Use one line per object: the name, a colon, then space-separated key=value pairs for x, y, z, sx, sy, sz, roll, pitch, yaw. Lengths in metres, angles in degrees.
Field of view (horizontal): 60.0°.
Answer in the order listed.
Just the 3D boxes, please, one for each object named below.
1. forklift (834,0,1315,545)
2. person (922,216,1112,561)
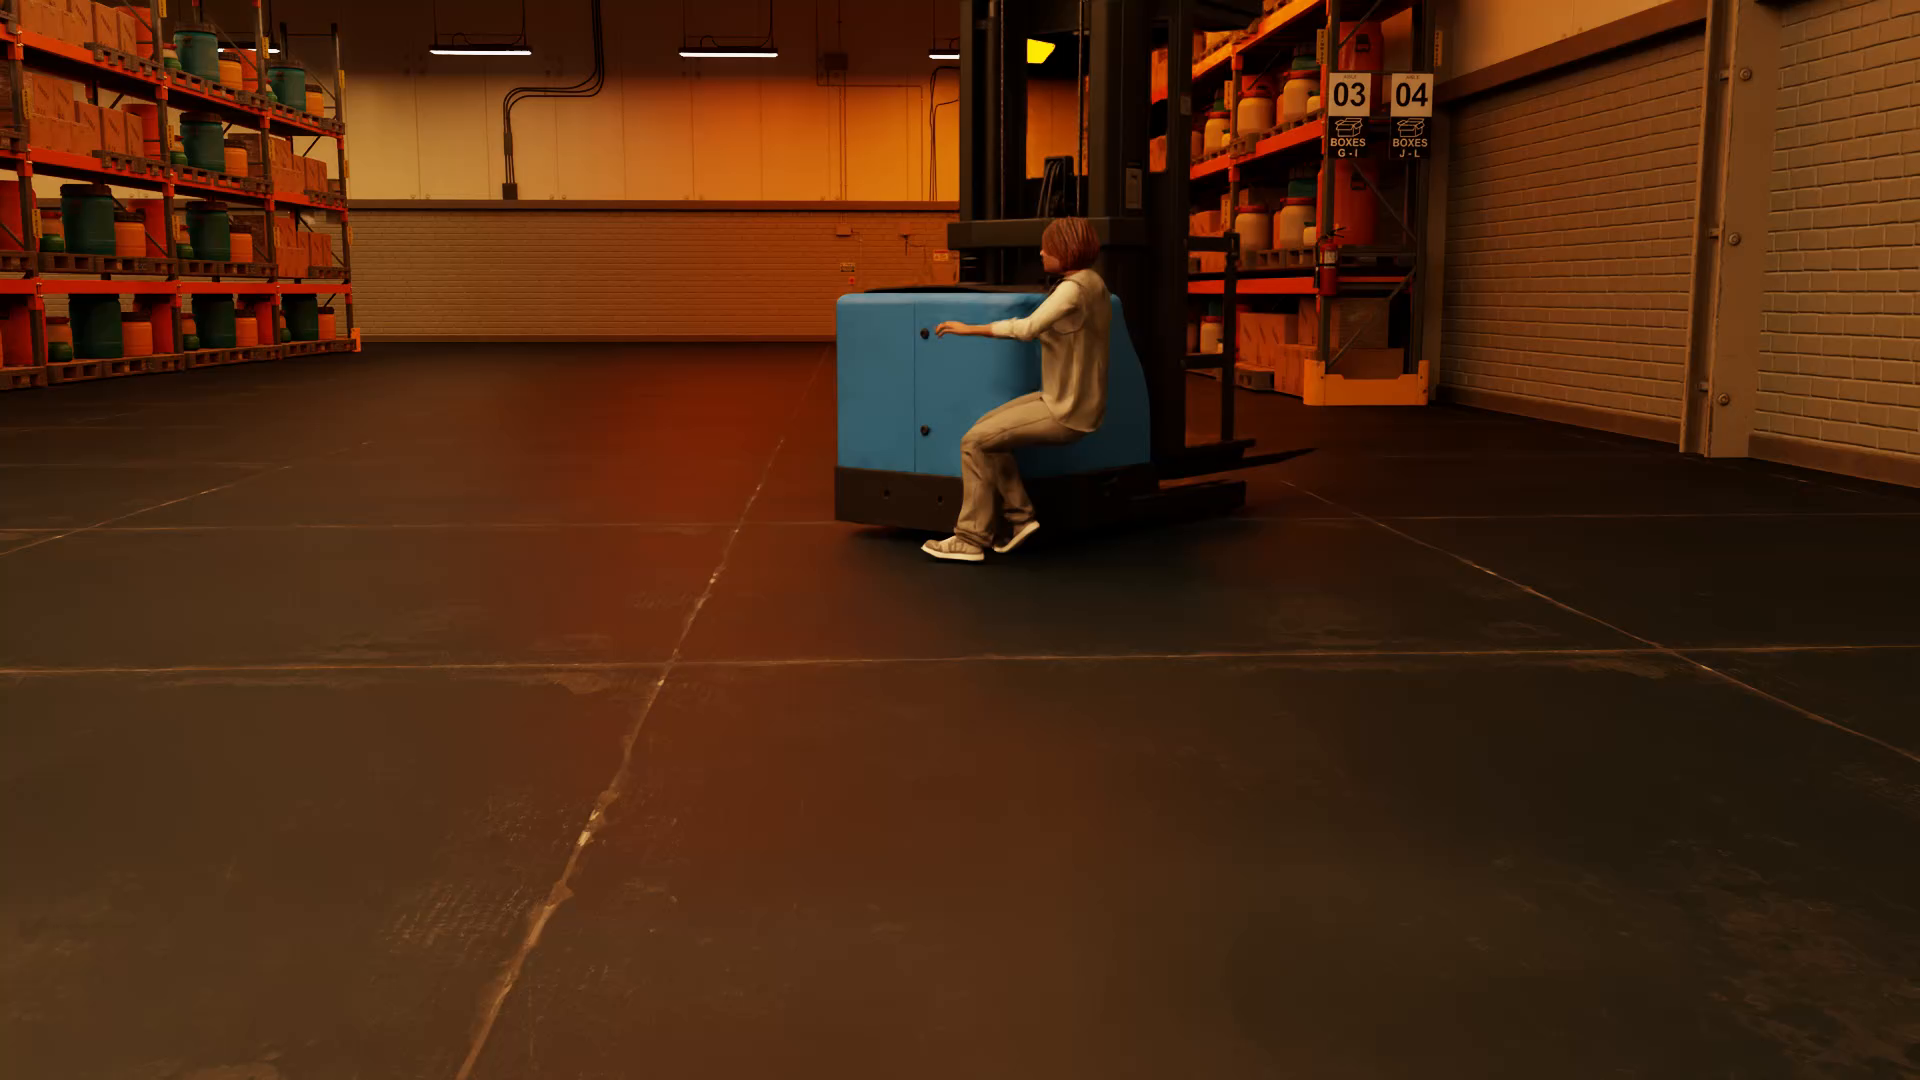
forklift: x=0.758 y=-1.598 z=8.090 sx=1.130 sy=2.935 sz=3.031 roll=7 pitch=11 yaw=39
person: x=0.221 y=-0.594 z=6.634 sx=0.755 sy=1.366 sz=0.832 roll=1 pitch=9 yaw=8
